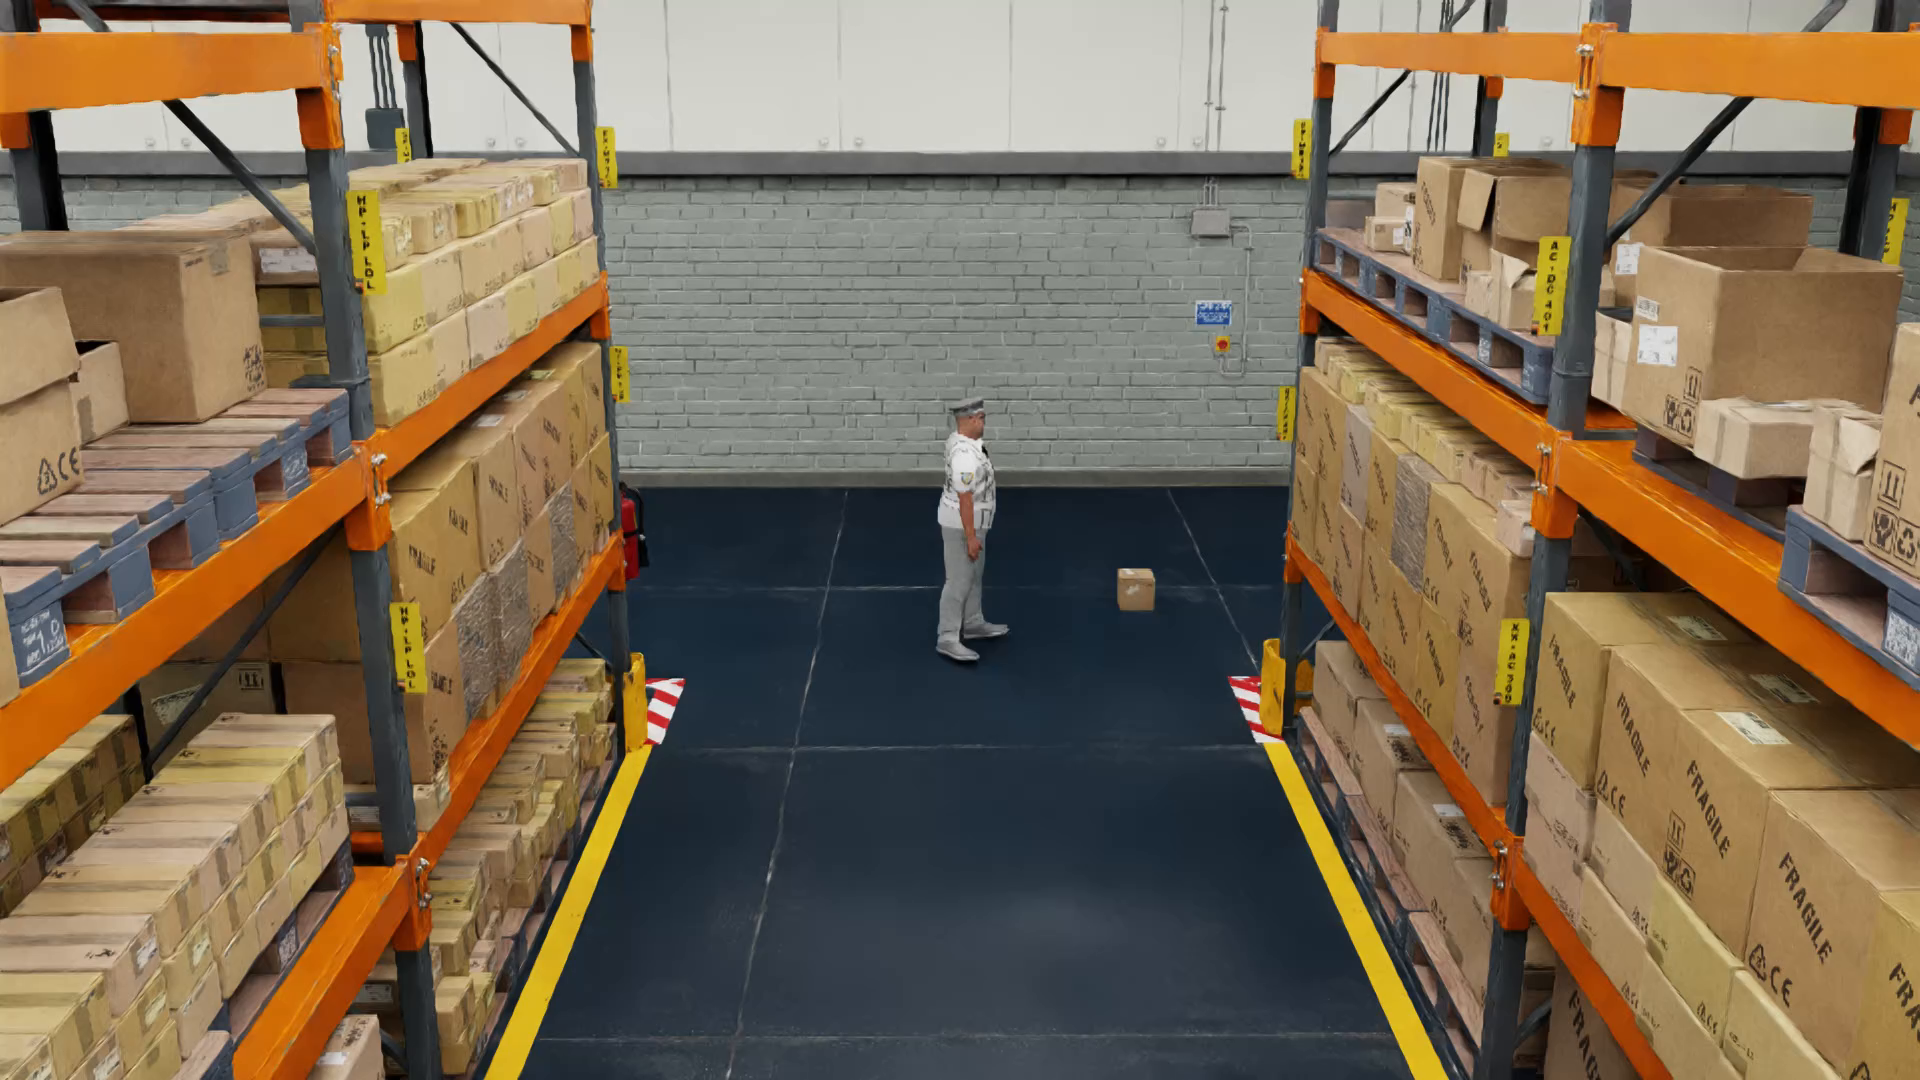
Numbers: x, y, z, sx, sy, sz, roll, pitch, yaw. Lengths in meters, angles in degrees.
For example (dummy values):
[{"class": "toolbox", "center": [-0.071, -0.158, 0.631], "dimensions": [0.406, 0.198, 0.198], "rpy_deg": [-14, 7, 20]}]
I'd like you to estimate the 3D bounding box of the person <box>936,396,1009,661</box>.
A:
[{"class": "person", "center": [0.091, -0.106, 11.293], "dimensions": [0.515, 1.755, 0.638], "rpy_deg": [0, 17, -1]}]
